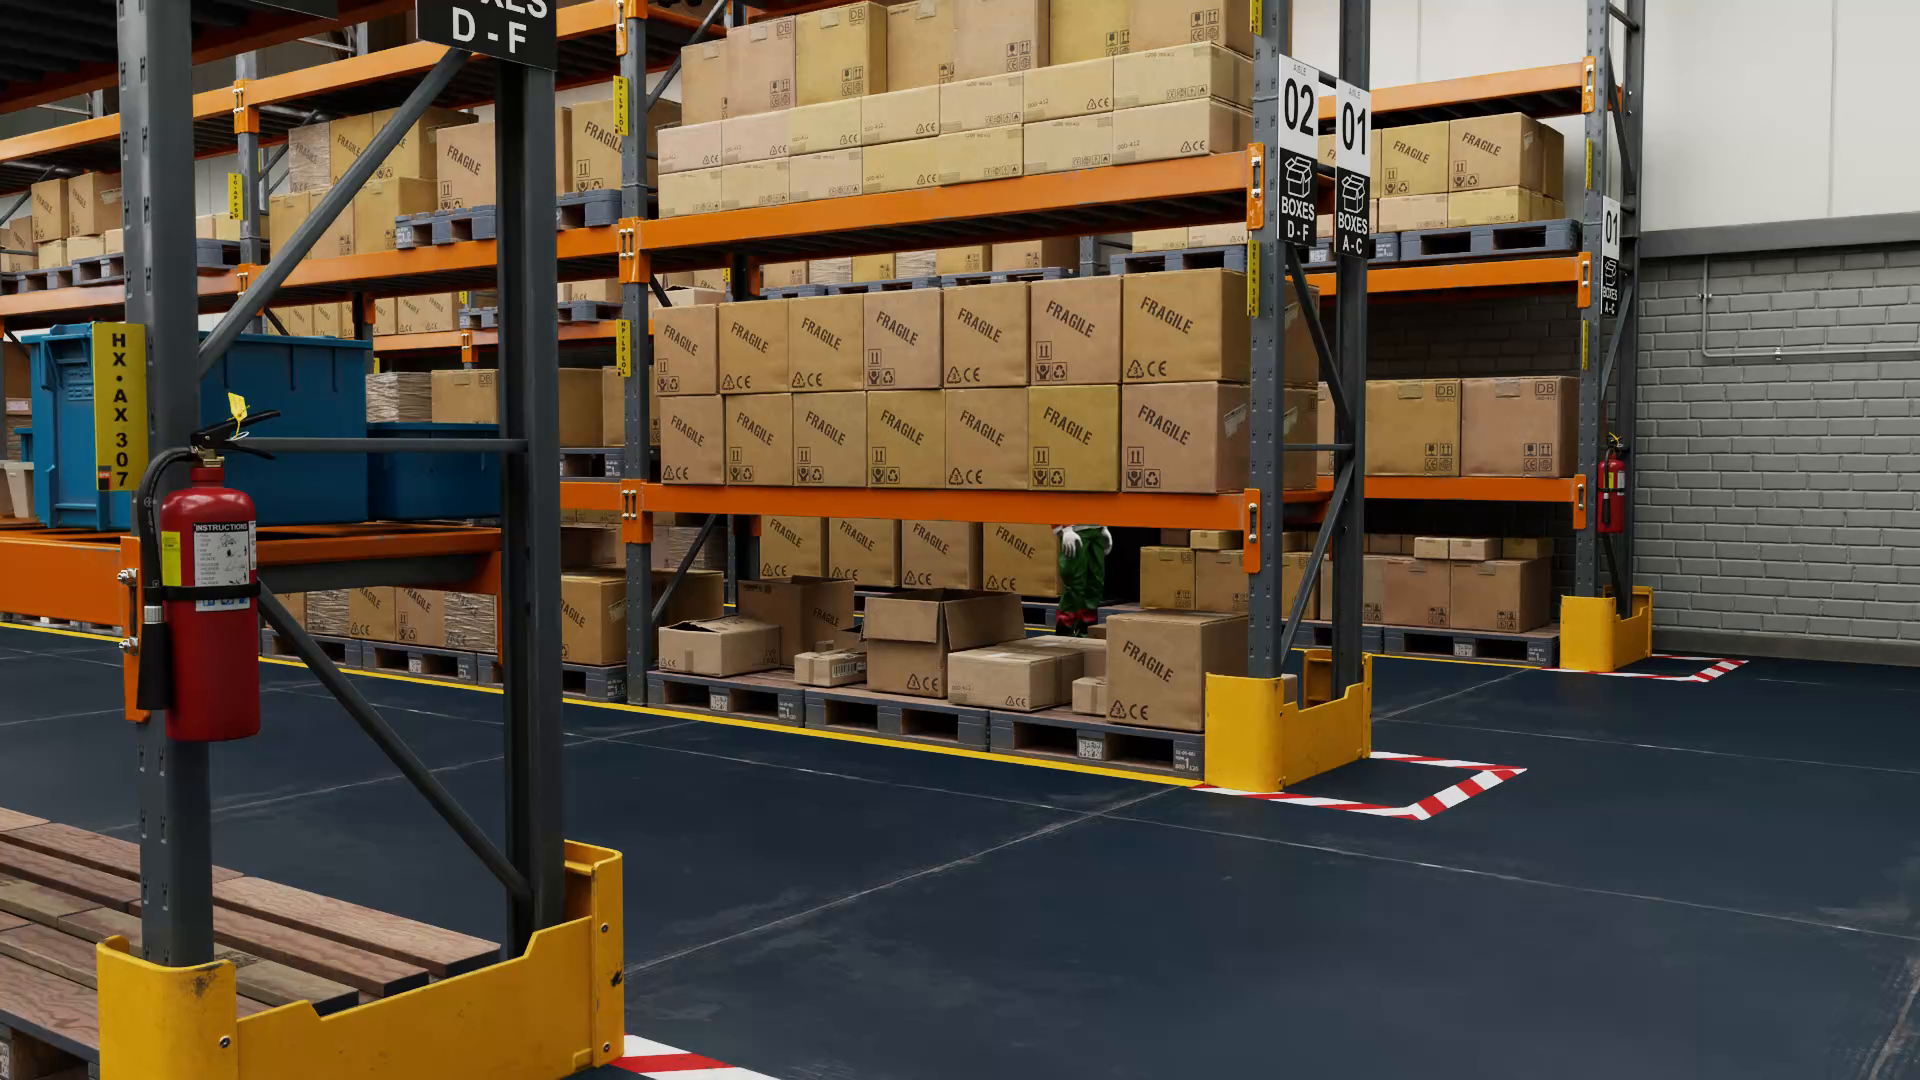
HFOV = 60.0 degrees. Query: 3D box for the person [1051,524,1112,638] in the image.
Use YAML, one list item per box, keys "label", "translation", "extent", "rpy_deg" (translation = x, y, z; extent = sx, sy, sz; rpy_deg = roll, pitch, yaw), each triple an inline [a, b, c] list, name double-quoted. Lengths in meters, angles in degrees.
- label: "person"
  translation: [0.894, -0.037, 11.873]
  extent: [0.452, 1.779, 0.623]
  rpy_deg: [2, 4, 34]
